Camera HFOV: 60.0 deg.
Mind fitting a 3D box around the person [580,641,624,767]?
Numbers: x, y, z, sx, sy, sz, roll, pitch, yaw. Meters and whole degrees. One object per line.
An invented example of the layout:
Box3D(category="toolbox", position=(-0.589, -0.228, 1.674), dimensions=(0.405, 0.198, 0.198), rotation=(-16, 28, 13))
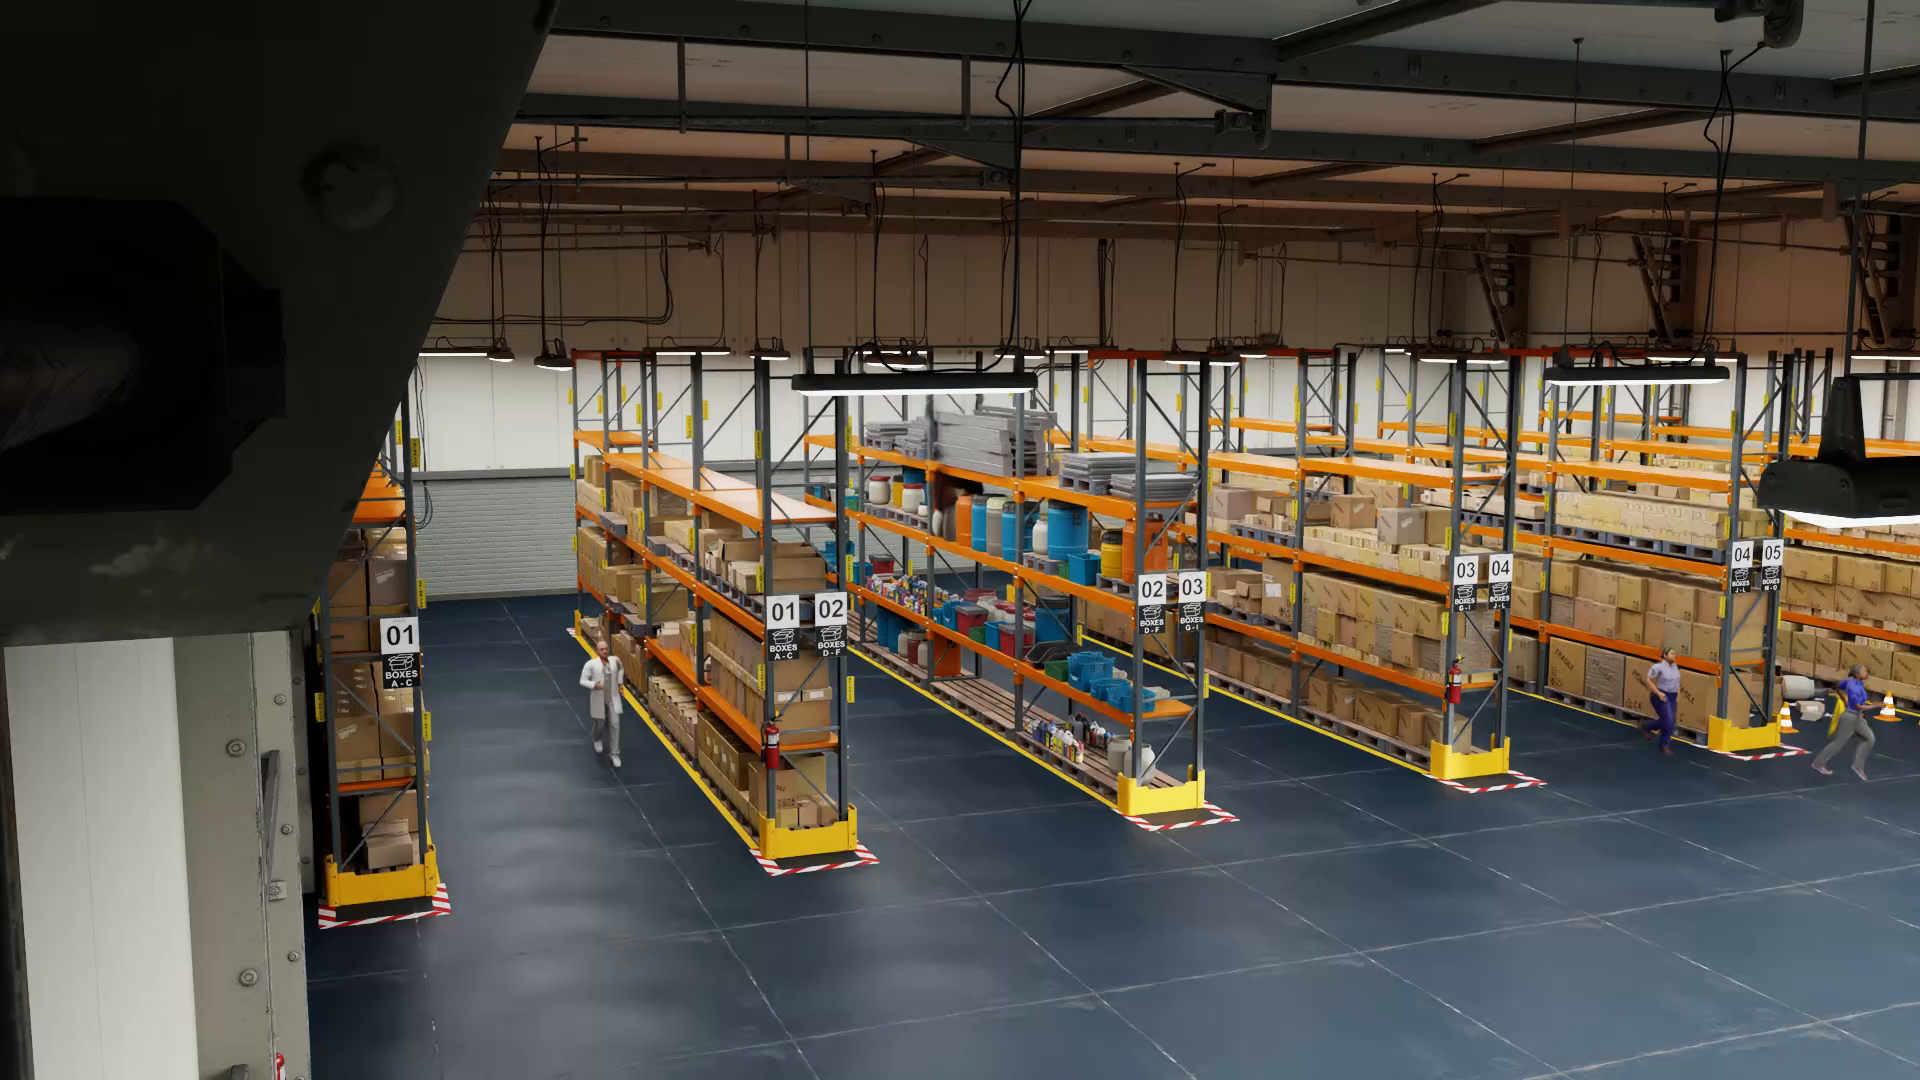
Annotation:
Box3D(category="person", position=(-5.264, 2.385, 24.609), dimensions=(0.707, 1.798, 1.049), rotation=(-3, 8, -26))

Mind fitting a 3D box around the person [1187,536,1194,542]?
Box3D(category="person", position=(5.256, 0.740, 38.122), dimensions=(0.587, 1.669, 0.976), rotation=(-3, 8, -20))

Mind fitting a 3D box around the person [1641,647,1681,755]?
Box3D(category="person", position=(10.671, 2.421, 25.314), dimensions=(0.640, 1.635, 0.704), rotation=(-4, 8, -29))

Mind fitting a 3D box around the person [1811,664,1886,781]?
Box3D(category="person", position=(12.655, 2.585, 23.665), dimensions=(0.878, 1.693, 0.586), rotation=(4, 8, 31))
